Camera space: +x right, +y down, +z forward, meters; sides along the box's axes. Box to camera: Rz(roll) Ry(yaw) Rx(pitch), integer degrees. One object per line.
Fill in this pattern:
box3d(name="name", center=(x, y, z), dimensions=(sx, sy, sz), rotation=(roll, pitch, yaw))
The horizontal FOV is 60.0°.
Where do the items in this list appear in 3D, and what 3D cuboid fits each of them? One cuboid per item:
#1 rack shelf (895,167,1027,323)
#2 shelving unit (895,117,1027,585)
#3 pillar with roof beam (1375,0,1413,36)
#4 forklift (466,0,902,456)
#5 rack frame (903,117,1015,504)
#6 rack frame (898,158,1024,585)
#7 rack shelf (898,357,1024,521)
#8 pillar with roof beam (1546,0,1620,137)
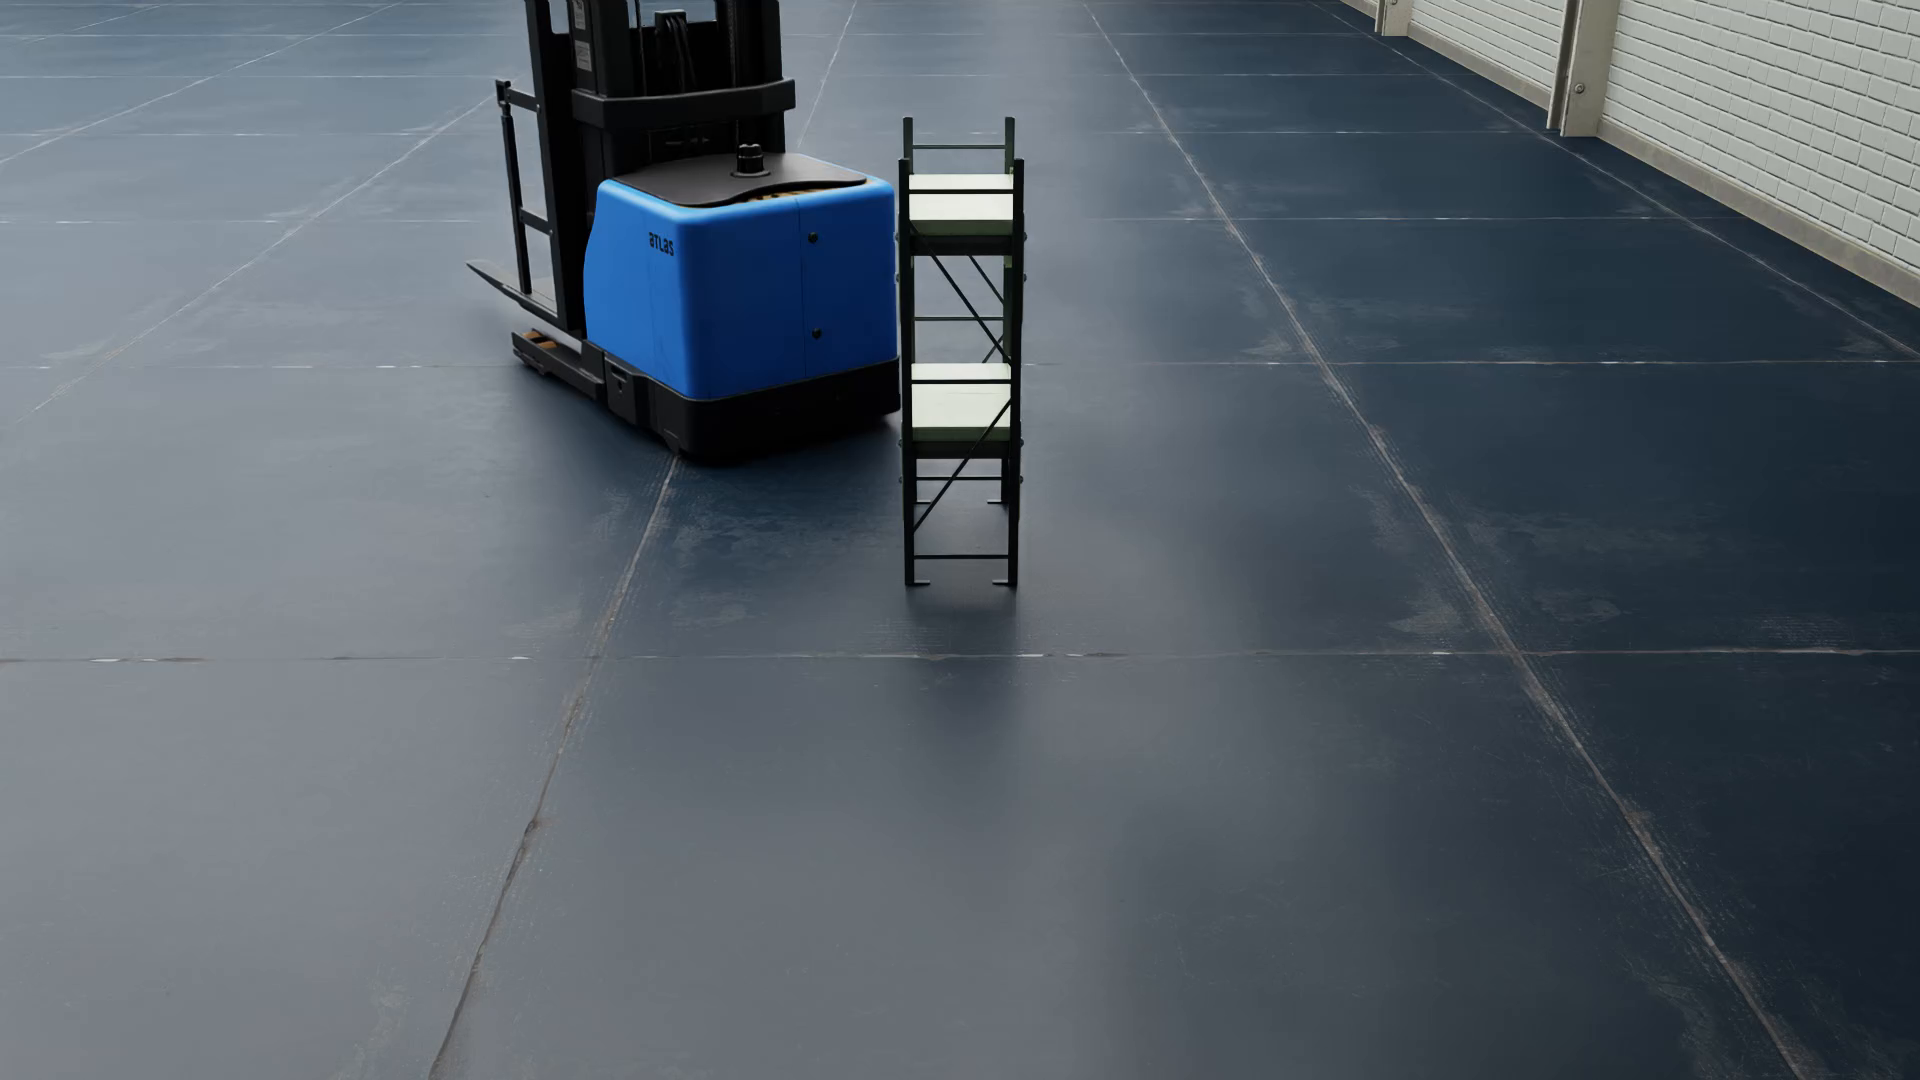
box3d(name="rack shelf", center=(0.000, -1.036, 5.774), dimensions=(0.431, 0.370, 0.720), rotation=(0, 24, -1))
box3d(name="shelving unit", center=(0.000, -0.681, 5.935), dimensions=(0.431, 1.500, 0.755), rotation=(0, 24, -1))
box3d(name="pillar with roof beam", center=(0.667, -9.908, 17.238), dimensions=(9.100, 9.000, 0.400), rotation=(0, 24, -1))
box3d(name="forklift", center=(-1.532, -2.229, 7.622), dimensions=(1.130, 2.935, 3.031), rotation=(-17, 29, -32))
box3d(name="rack frame", center=(-0.004, -0.831, 6.268), dimensions=(0.400, 1.500, 0.023), rotation=(0, 24, -1))
box3d(name="rack frame", center=(0.004, -0.530, 5.601), dimensions=(0.400, 1.500, 0.023), rotation=(0, 24, -1))
box3d(name="rack shelf", center=(0.000, -0.384, 6.069), dimensions=(0.431, 0.370, 0.720), rotation=(0, 24, -1))
box3d(name="pillar with roof beam", center=(0.733, -7.436, 11.771), dimensions=(9.100, 9.000, 0.400), rotation=(0, 24, -1))
